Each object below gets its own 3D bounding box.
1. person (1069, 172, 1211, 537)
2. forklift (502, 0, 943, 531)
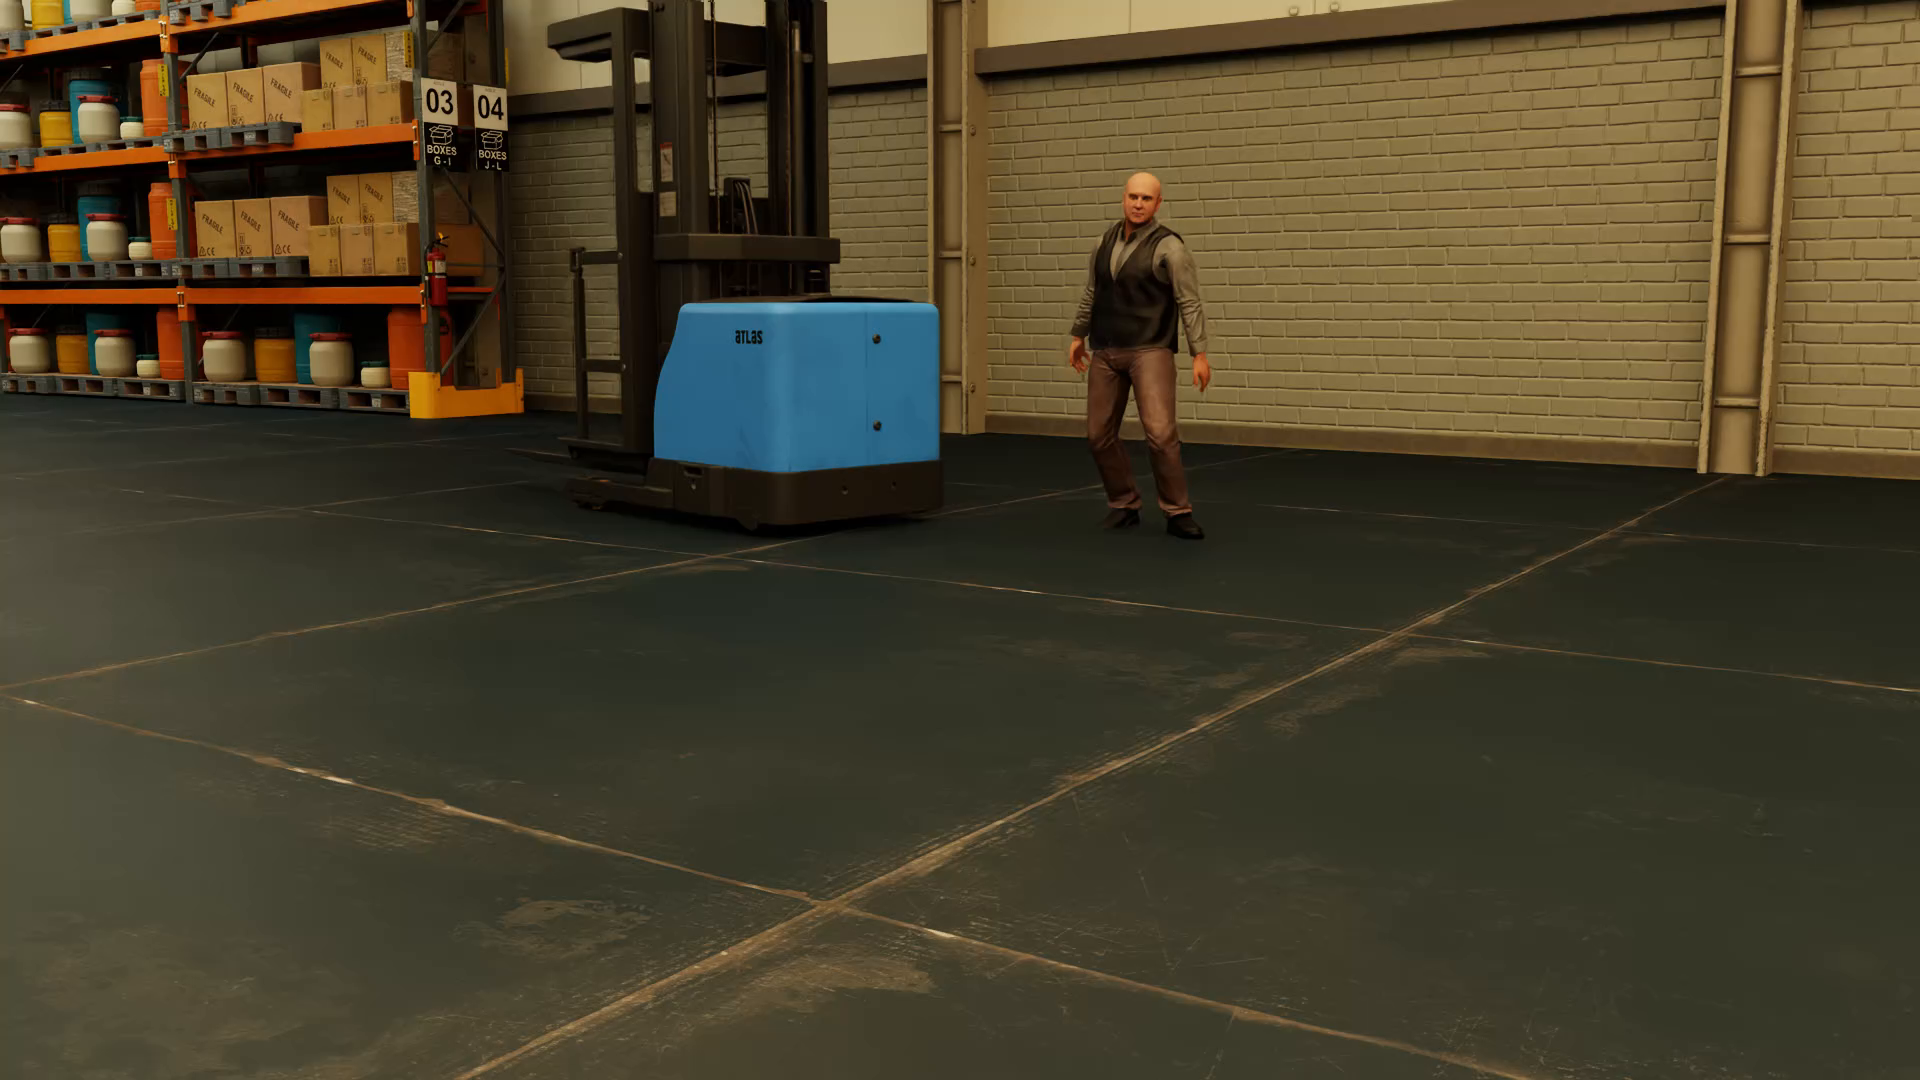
[{"bbox_3d":[0.847,-0.865,7.867,0.870,1.694,0.418,8,11,43],"label":"person"},{"bbox_3d":[-1.448,-1.648,8.782,1.130,2.935,3.031,-7,11,-42],"label":"forklift"}]
